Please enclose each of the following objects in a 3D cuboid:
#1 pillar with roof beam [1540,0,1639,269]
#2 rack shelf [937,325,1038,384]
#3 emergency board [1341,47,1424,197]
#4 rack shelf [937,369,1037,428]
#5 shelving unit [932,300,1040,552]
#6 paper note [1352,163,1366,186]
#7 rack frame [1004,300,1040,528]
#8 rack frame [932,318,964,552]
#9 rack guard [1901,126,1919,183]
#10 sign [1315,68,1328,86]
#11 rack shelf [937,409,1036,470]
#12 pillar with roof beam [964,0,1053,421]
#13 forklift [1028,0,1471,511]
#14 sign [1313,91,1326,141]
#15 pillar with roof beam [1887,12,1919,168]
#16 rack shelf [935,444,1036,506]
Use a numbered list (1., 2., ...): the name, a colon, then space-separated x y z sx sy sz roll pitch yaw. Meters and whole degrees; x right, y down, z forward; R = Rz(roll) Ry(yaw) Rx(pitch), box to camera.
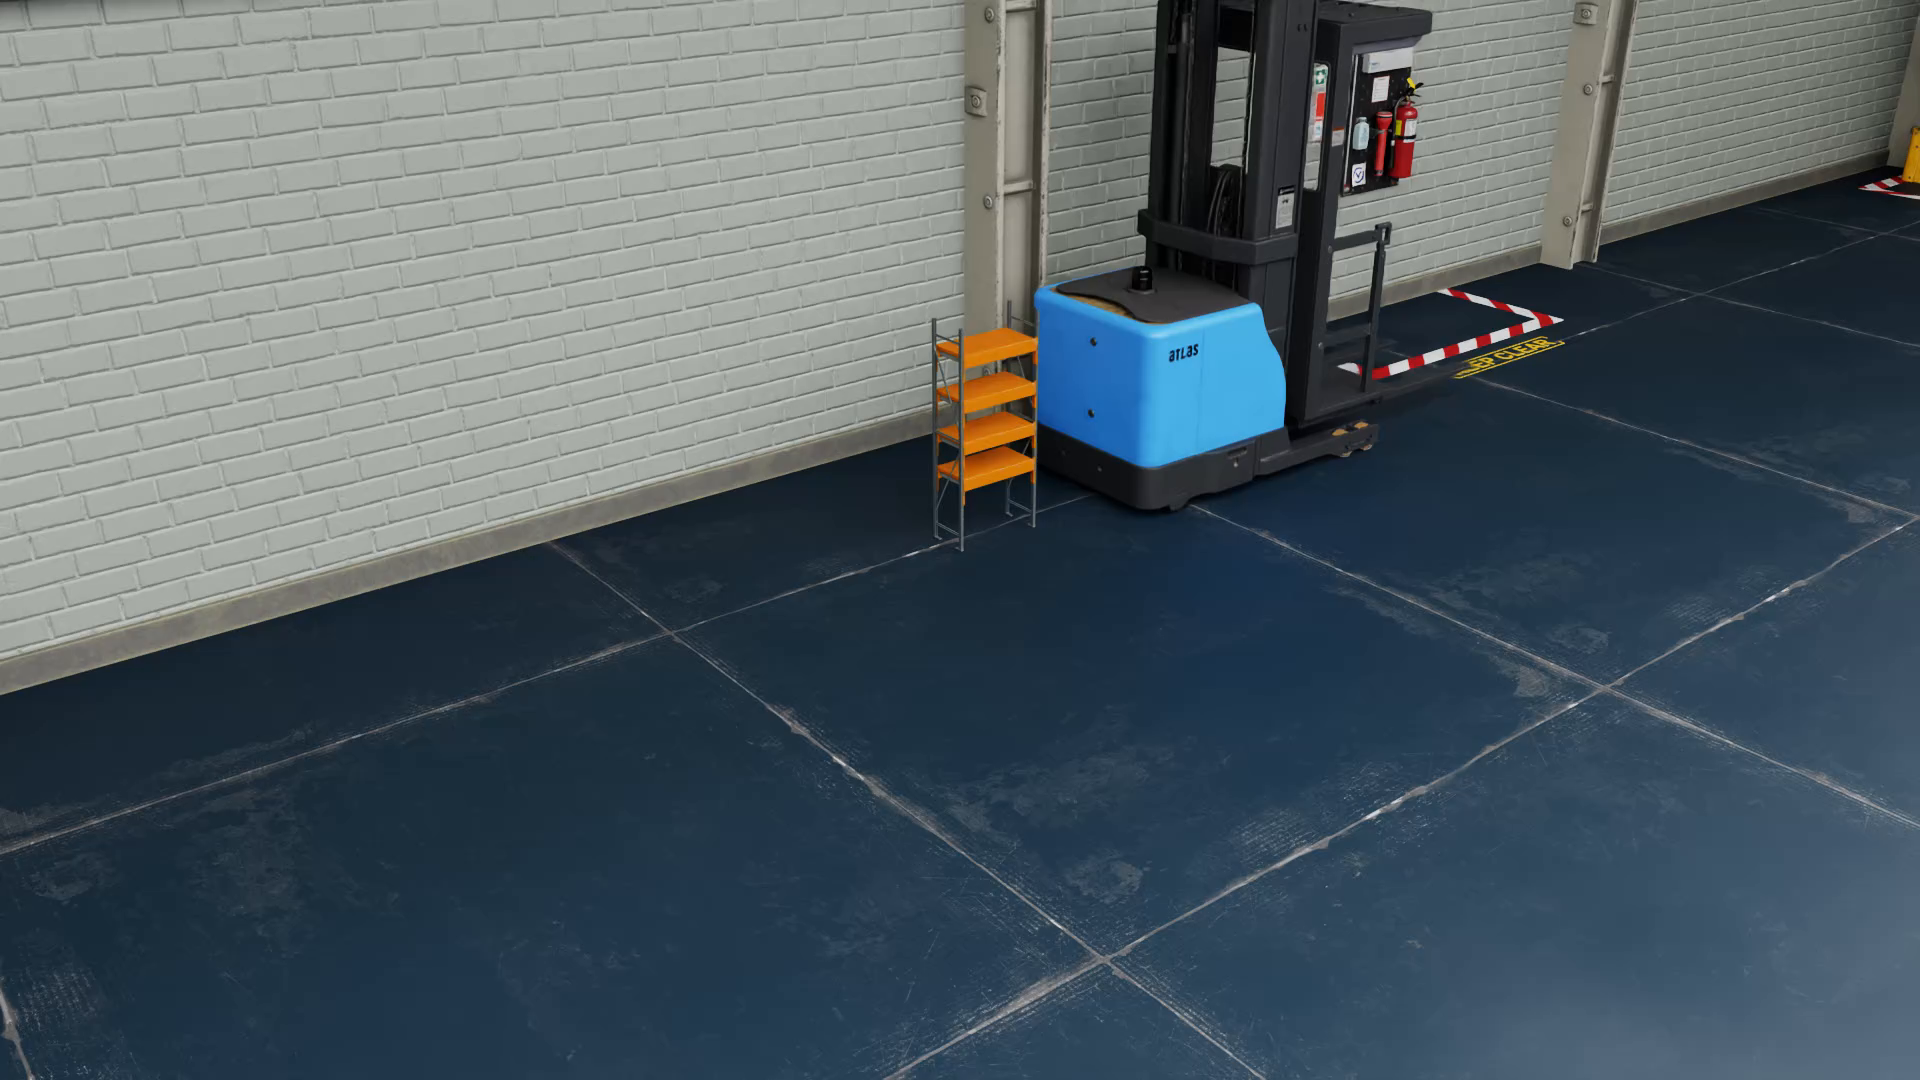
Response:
1. pillar with roof beam: 7.649 -4.949 8.724 0.400 9.000 9.100 -18 31 -34
2. rack shelf: 0.130 -0.944 8.425 0.480 0.148 0.258 -18 31 -34
3. emergency board: 3.025 -3.024 11.703 0.643 1.169 0.194 -18 31 -34
4. rack shelf: 0.130 -0.729 8.524 0.480 0.148 0.258 -18 31 -34
5. shelving unit: 0.130 -0.587 8.590 0.503 1.200 0.258 -18 31 -34
6. paper note: 2.843 -2.602 11.839 0.142 0.148 0.016 -18 31 -34
7. rack frame: 0.322 -0.651 8.727 0.015 1.200 0.240 -18 31 -34
8. rack frame: -0.062 -0.524 8.453 0.015 1.200 0.240 -18 31 -34
9. rack guard: 9.757 -3.630 15.977 0.348 0.500 1.175 -18 31 -34
10. sign: 2.535 -3.170 11.345 0.331 0.109 0.001 -18 31 -34
11. rack shelf: 0.130 -0.526 8.618 0.480 0.148 0.258 -18 31 -34
12. pillar with roof beam: 2.928 -3.390 5.365 0.400 9.000 9.100 -18 31 -34
13. forklift: 1.872 -1.971 9.516 3.031 2.935 1.130 -18 30 -34
14. sign: 2.526 -2.931 11.460 0.234 0.329 0.001 -18 31 -34
15. pillar with roof beam: 12.371 -6.507 12.082 0.400 9.000 9.100 -18 31 -34
16. rack shelf: 0.130 -0.346 8.702 0.480 0.148 0.258 -18 31 -34
